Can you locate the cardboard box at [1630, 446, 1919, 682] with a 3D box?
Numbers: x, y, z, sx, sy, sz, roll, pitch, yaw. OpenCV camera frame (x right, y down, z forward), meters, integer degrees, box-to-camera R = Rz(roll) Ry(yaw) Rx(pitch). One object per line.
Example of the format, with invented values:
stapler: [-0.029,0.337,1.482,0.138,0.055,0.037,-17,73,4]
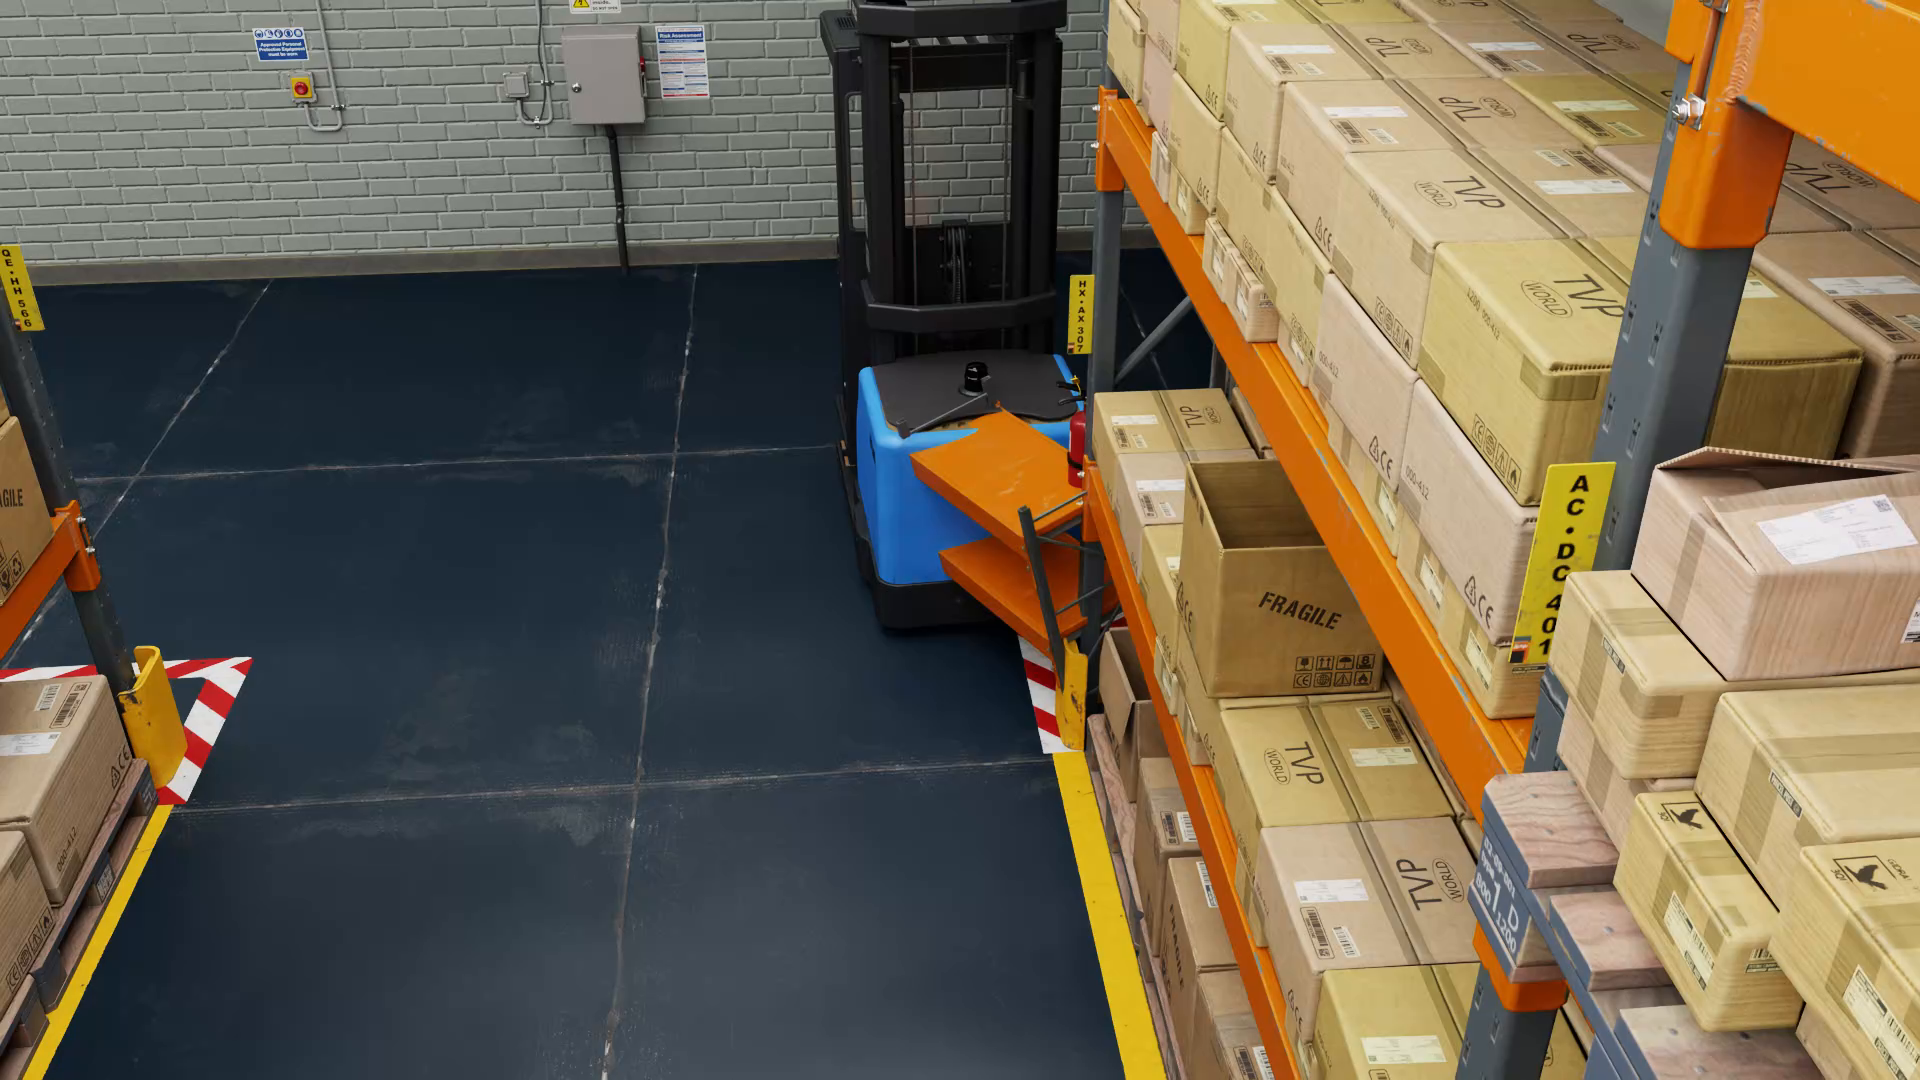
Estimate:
cardboard box: [1.066,-0.022,1.980,0.396,0.266,0.258,-3,31,-5]

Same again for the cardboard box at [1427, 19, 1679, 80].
cardboard box: [1.458,-1.093,4.098,0.500,0.250,0.500,-3,31,-5]

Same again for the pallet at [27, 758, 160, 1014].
pallet: [-3.777,1.316,6.341,1.003,0.211,1.213,-3,31,-5]

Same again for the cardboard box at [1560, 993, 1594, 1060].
cardboard box: [1.608,1.187,3.693,0.500,0.250,0.500,-3,31,-5]

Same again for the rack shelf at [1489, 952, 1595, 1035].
rack shelf: [1.572,1.559,0.992,1.077,0.370,4.000,-3,31,-5]

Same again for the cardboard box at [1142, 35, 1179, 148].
cardboard box: [0.849,-1.379,5.064,0.500,0.250,0.500,-2,31,-4]

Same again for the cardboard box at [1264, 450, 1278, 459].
cardboard box: [1.366,-0.104,5.854,0.500,0.250,0.500,-3,31,-4]

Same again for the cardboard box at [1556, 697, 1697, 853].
cardboard box: [1.017,0.285,2.161,0.380,0.149,0.250,-2,31,-4]

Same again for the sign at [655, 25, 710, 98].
sign: [-1.902,-3.278,11.406,0.329,0.494,0.001,-3,31,-5]

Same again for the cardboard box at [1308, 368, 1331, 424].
cardboard box: [1.007,-0.359,3.746,0.380,0.149,0.250,-2,31,-3]

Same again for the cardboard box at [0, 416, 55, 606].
cardboard box: [-3.621,-0.095,5.887,0.500,0.500,0.500,-3,31,-4]

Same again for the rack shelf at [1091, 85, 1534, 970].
rack shelf: [1.199,-0.483,4.411,1.077,0.370,4.000,-3,31,-5]

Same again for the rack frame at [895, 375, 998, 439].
rack frame: [0.049,-0.180,7.786,0.500,1.125,0.032,-28,36,-19]

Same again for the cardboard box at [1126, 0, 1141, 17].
cardboard box: [0.803,-1.853,5.370,0.500,0.250,0.500,-3,31,-5]

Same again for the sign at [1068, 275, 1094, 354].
sign: [0.472,-0.871,6.439,0.100,0.325,0.005,-3,31,-5]

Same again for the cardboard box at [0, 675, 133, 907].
cardboard box: [-3.769,0.966,6.297,0.875,0.438,0.875,-4,31,-6]

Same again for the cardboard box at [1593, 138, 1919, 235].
cardboard box: [1.559,-0.579,3.238,0.500,0.250,0.500,-4,31,-6]

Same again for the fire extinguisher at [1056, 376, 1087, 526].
fire extinguisher: [0.538,-0.385,6.909,0.296,0.674,0.183,-3,31,-5]

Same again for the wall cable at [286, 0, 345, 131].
wall cable: [-4.480,-3.613,10.853,0.585,1.953,0.123,-3,31,-5]

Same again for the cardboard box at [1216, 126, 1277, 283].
cardboard box: [0.956,-0.854,4.185,0.500,0.250,0.500,-3,31,-5]

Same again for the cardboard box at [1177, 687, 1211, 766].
cardboard box: [0.885,0.557,5.138,0.380,0.149,0.250,-2,31,-3]

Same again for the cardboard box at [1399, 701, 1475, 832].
cardboard box: [1.508,0.668,4.562,0.500,0.250,0.500,-2,31,-4]

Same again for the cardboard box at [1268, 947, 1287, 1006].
cardboard box: [1.012,1.075,4.270,0.380,0.149,0.250,-2,31,-3]

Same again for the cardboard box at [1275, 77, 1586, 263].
cardboard box: [1.004,-0.813,3.630,0.500,0.250,0.500,-2,31,-4]

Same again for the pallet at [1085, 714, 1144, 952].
pallet: [1.094,1.117,6.674,1.003,0.211,1.213,-3,31,-5]

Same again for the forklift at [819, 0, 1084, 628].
forklift: [-0.099,-1.576,8.531,1.130,2.935,3.031,-5,31,-8]

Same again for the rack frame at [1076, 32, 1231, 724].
rack frame: [1.012,-0.526,6.705,1.000,3.000,0.127,-3,31,-5]

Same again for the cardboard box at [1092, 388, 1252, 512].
cardboard box: [0.786,-0.344,6.258,0.500,0.250,0.500,-3,31,-4]

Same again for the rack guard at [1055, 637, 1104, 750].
rack guard: [1.019,0.586,7.281,1.175,0.500,0.348,-3,31,-5]

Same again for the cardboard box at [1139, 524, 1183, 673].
cardboard box: [0.884,0.172,5.394,0.500,0.250,0.500,-3,31,-6]

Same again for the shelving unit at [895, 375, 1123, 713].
shelving unit: [0.307,0.021,7.397,0.538,1.125,1.048,-28,36,-19]

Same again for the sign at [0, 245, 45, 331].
sign: [-3.388,-0.904,5.978,0.100,0.325,0.005,-3,31,-5]

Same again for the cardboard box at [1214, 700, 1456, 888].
cardboard box: [1.000,0.695,4.518,0.500,0.250,0.500,-3,31,-5]

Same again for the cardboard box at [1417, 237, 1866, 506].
cardboard box: [1.099,-0.295,2.763,0.500,0.250,0.500,-3,31,-4]

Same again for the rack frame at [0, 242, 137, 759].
rack frame: [-3.930,-0.286,6.304,1.000,3.000,0.127,-3,31,-5]

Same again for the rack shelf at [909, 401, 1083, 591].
rack shelf: [0.244,-0.214,7.234,0.538,0.278,1.000,-28,36,-19]

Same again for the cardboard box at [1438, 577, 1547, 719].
cardboard box: [1.058,0.167,2.865,0.380,0.149,0.250,-3,31,-5]

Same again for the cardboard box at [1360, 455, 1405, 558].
cardboard box: [1.022,-0.095,3.305,0.380,0.149,0.250,-2,31,-3]

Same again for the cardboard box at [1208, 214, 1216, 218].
cardboard box: [0.905,-0.878,4.615,0.380,0.149,0.250,-3,31,-5]

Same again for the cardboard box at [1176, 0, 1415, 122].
cardboard box: [0.893,-1.336,4.506,0.500,0.250,0.500,-3,31,-5]

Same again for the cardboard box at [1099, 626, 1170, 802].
cardboard box: [0.975,0.683,6.707,0.797,0.503,0.637,-4,31,-7]

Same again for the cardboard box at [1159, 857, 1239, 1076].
cardboard box: [0.966,1.397,5.514,0.500,0.500,0.500,-2,31,-4]

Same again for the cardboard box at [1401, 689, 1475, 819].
cardboard box: [1.511,0.358,4.350,0.500,0.500,0.500,-4,31,-6]

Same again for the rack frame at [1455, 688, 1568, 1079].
rack frame: [1.385,1.517,3.286,1.000,3.000,0.127,-3,31,-5]

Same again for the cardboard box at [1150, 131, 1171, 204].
cardboard box: [0.788,-1.135,5.045,0.380,0.149,0.250,-2,31,-3]

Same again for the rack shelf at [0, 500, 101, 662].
rack shelf: [-3.743,1.044,4.779,1.077,0.370,4.000,-3,31,-5]

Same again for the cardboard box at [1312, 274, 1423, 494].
cardboard box: [1.032,-0.334,3.315,0.500,0.250,0.500,-4,31,-6]

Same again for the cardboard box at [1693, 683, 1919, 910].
cardboard box: [1.073,0.292,1.859,0.380,0.149,0.250,-2,31,-4]

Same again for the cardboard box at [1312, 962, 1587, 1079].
cardboard box: [1.095,1.205,3.664,0.500,0.250,0.500,-2,31,-3]

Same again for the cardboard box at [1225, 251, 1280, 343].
cardboard box: [0.885,-0.617,4.178,0.380,0.149,0.250,-2,31,-4]

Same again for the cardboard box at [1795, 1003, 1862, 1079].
cardboard box: [1.128,0.543,1.728,0.380,0.149,0.250,-2,31,-4]

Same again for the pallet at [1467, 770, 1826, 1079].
pallet: [1.377,0.646,2.002,1.213,0.211,1.003,-3,31,-5]
